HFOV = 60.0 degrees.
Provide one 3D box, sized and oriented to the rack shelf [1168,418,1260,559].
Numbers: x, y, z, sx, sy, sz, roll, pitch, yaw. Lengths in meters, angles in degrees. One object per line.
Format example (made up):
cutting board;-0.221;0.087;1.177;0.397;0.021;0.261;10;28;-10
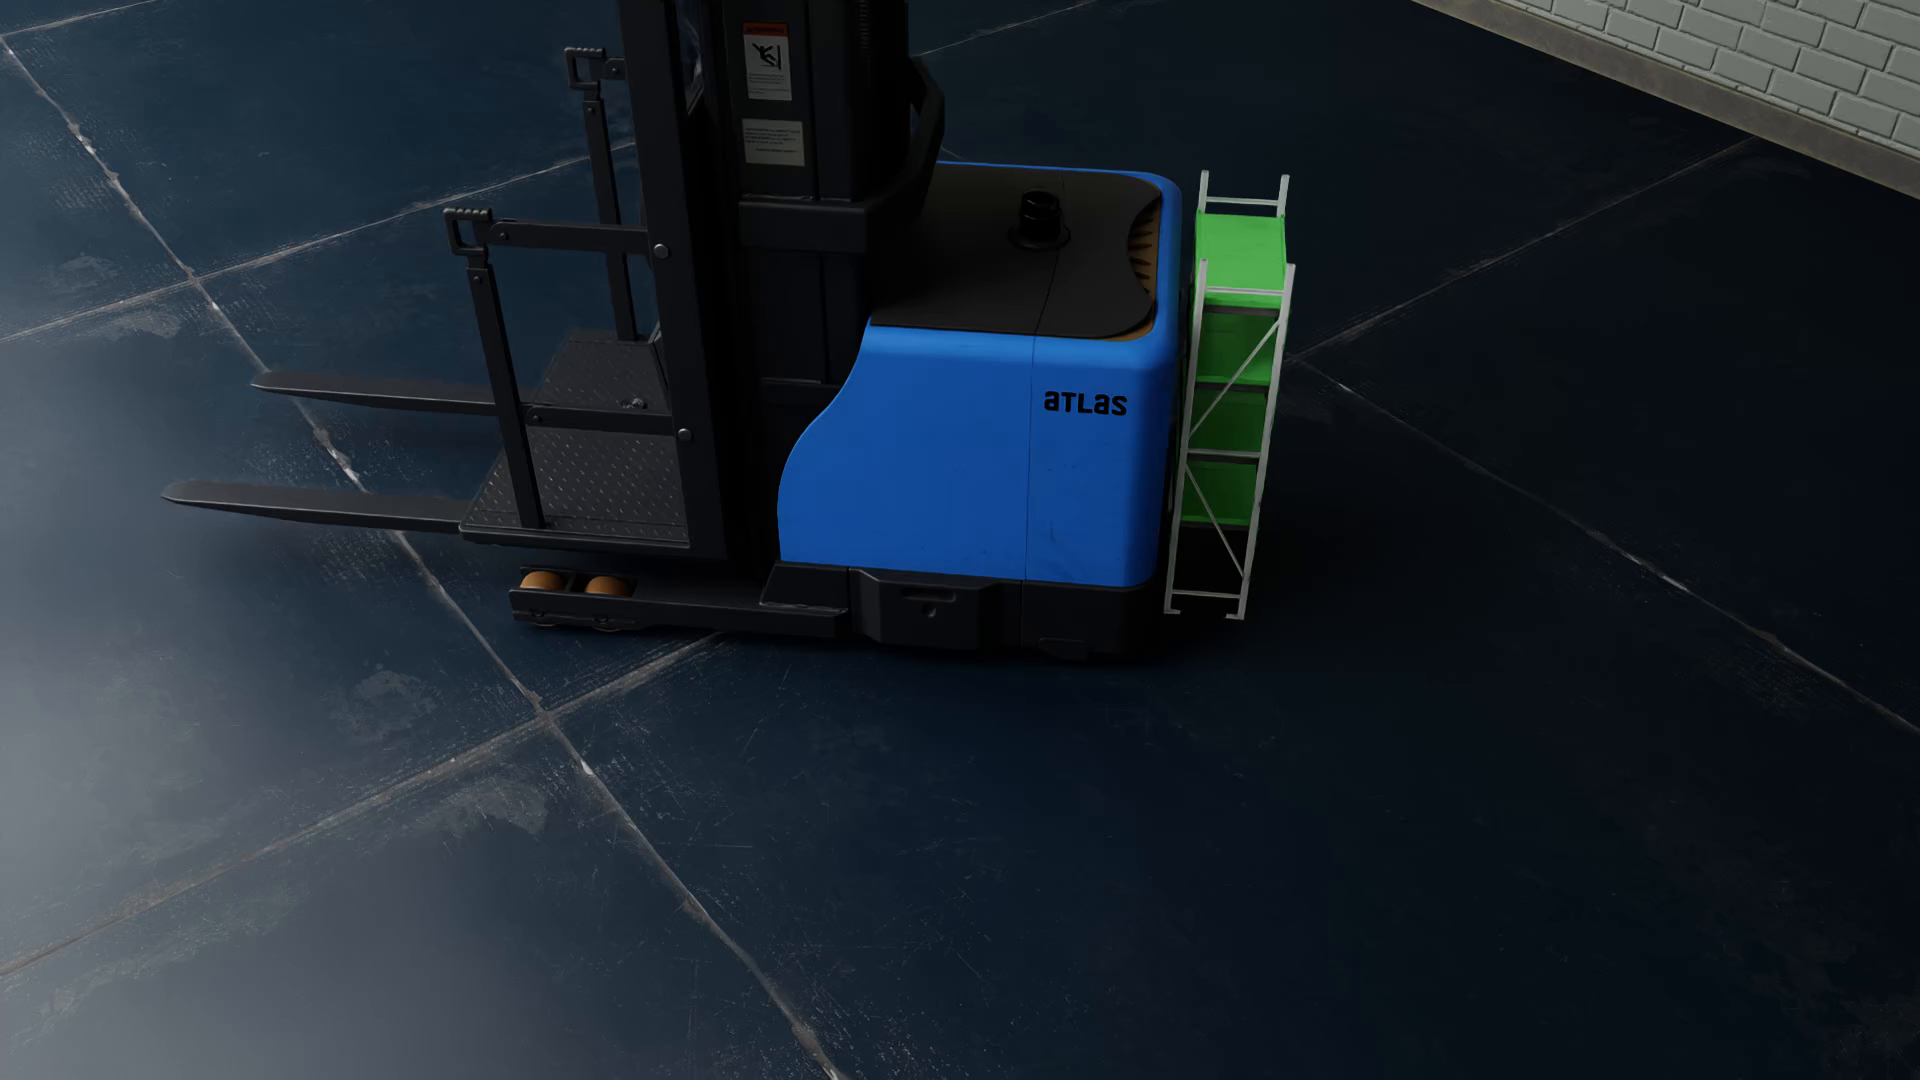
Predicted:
rack shelf;0.758;-0.158;4.976;0.258;0.148;0.480;4;40;5

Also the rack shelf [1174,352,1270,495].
rack shelf;0.758;-0.344;4.824;0.258;0.148;0.480;4;40;5

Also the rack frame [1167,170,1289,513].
rack frame;0.787;-0.547;4.970;0.240;1.200;0.015;4;40;5

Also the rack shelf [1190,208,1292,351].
rack shelf;0.758;-0.715;4.519;0.258;0.148;0.480;4;40;5

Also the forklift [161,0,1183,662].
forklift;-0.893;-1.189;4.389;3.031;2.935;1.130;4;40;5

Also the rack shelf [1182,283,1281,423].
rack shelf;0.758;-0.529;4.671;0.258;0.148;0.480;4;40;5

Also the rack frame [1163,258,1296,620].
rack frame;0.729;-0.240;4.596;0.240;1.200;0.015;4;40;5

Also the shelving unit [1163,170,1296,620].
shelving unit;0.758;-0.393;4.783;0.258;1.200;0.503;4;40;5
